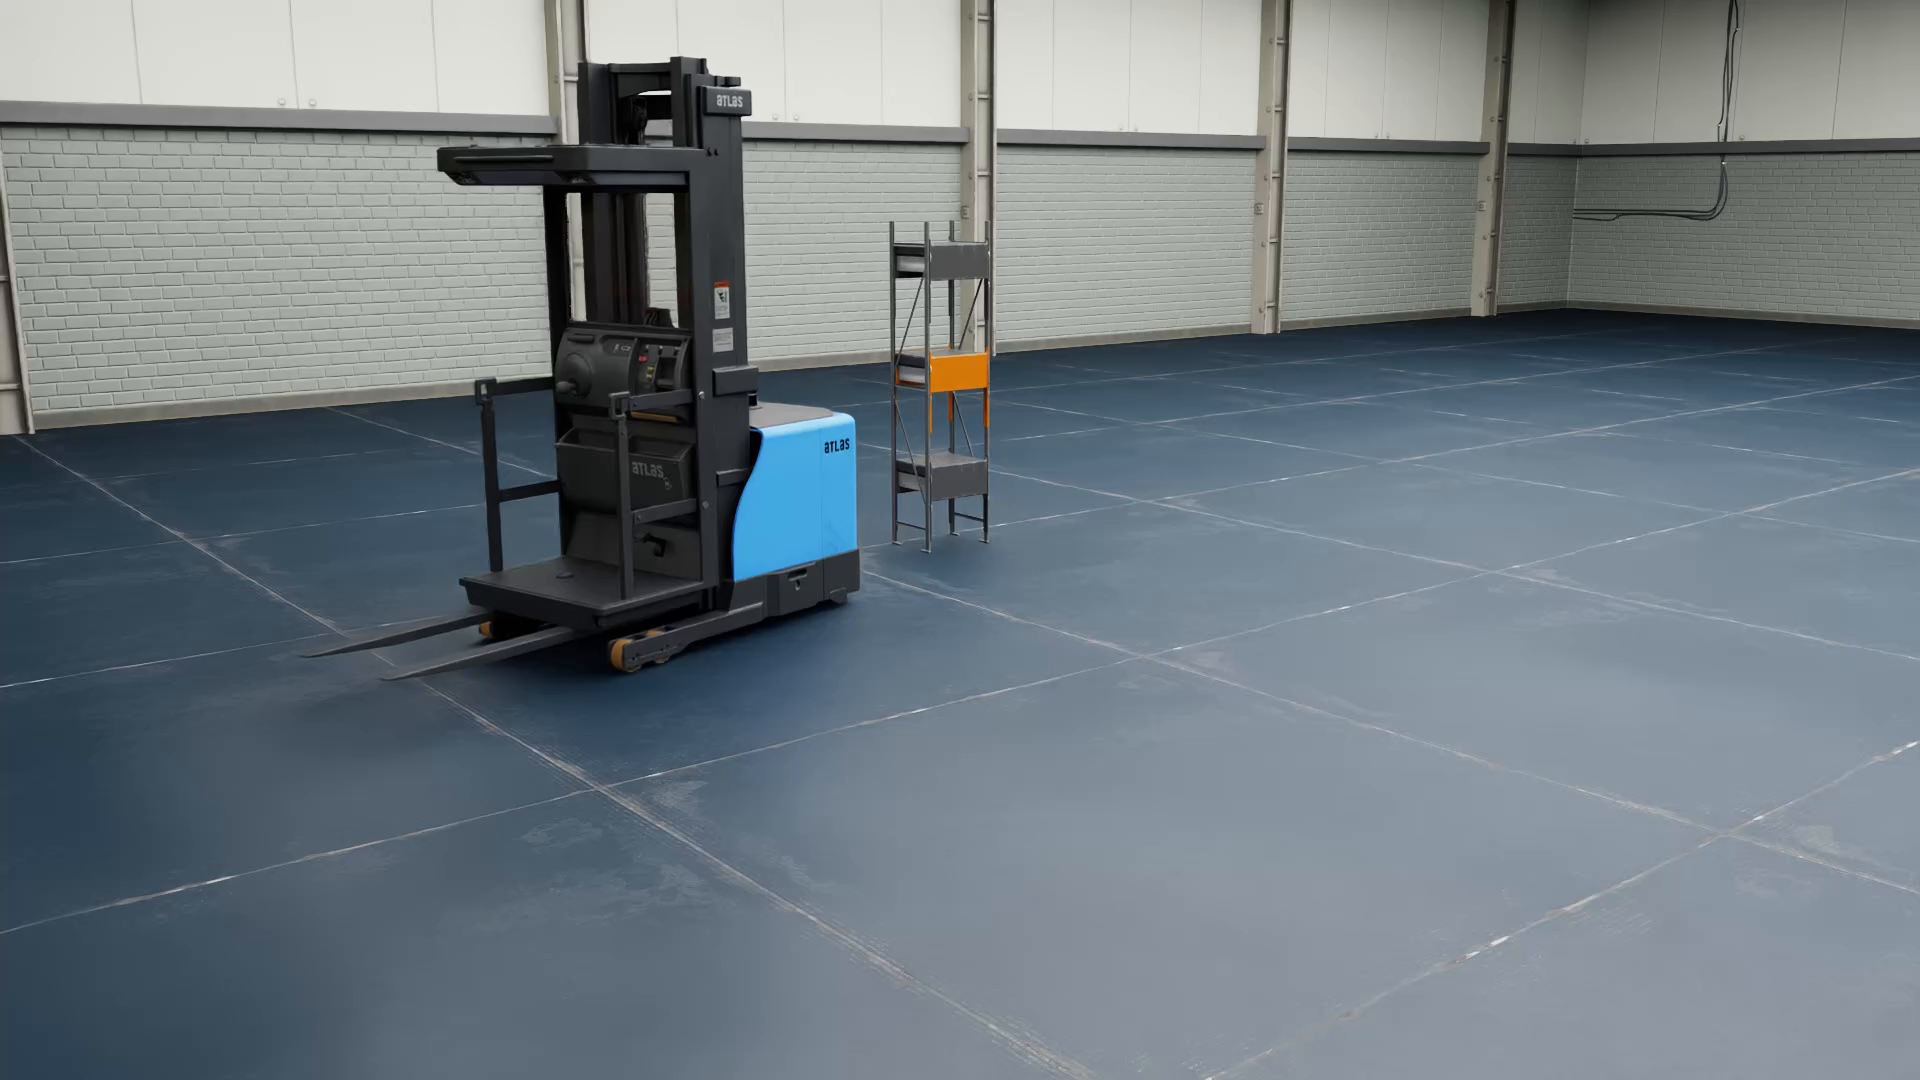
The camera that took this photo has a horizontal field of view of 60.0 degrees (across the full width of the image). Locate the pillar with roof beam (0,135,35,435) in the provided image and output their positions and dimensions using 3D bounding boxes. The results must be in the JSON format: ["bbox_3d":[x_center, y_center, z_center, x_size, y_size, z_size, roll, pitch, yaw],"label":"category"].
[{"bbox_3d":[-6.427,-4.725,11.714,0.400,9.000,9.100,-9,15,-38],"label":"pillar with roof beam"}]

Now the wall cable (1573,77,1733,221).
[{"bbox_3d":[12.751,-7.186,30.781,0.112,2.526,3.097,-9,15,-38],"label":"wall cable"}]

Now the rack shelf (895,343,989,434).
[{"bbox_3d":[-0.129,-0.992,10.812,0.480,0.518,0.431,-9,15,-38],"label":"rack shelf"}]

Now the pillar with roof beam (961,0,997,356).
[{"bbox_3d":[2.944,-6.282,19.047,0.400,9.000,9.100,-9,15,-38],"label":"pillar with roof beam"}]

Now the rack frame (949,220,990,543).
[{"bbox_3d":[0.061,-1.037,10.959,0.015,2.100,0.400,-9,15,-38],"label":"rack frame"}]

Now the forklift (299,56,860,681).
[{"bbox_3d":[-1.850,-0.903,8.324,1.130,2.935,3.031,9,15,36],"label":"forklift"}]

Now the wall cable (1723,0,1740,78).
[{"bbox_3d":[14.441,-9.218,28.190,0.112,2.526,3.097,-9,15,-38],"label":"wall cable"}]

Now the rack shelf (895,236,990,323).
[{"bbox_3d":[-0.129,-1.677,10.667,0.480,0.518,0.431,-9,15,-38],"label":"rack shelf"}]

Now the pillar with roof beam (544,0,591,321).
[{"bbox_3d":[-1.742,-5.503,15.381,0.400,9.000,9.100,-9,15,-38],"label":"pillar with roof beam"}]

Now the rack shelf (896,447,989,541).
[{"bbox_3d":[-0.129,-0.308,10.958,0.480,0.518,0.431,-9,15,-38],"label":"rack shelf"}]

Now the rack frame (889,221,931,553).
[{"bbox_3d":[-0.320,-0.974,10.660,0.015,2.100,0.400,-9,15,-38],"label":"rack frame"}]

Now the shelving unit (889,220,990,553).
[{"bbox_3d":[-0.129,-1.006,10.810,0.503,2.100,0.431,-9,15,-38],"label":"shelving unit"}]

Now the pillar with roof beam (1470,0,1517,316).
[{"bbox_3d":[12.314,-7.839,26.380,0.400,9.000,9.100,-9,15,-38],"label":"pillar with roof beam"}]

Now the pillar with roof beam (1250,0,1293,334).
[{"bbox_3d":[7.629,-7.060,22.714,0.400,9.000,9.100,-9,15,-38],"label":"pillar with roof beam"}]
